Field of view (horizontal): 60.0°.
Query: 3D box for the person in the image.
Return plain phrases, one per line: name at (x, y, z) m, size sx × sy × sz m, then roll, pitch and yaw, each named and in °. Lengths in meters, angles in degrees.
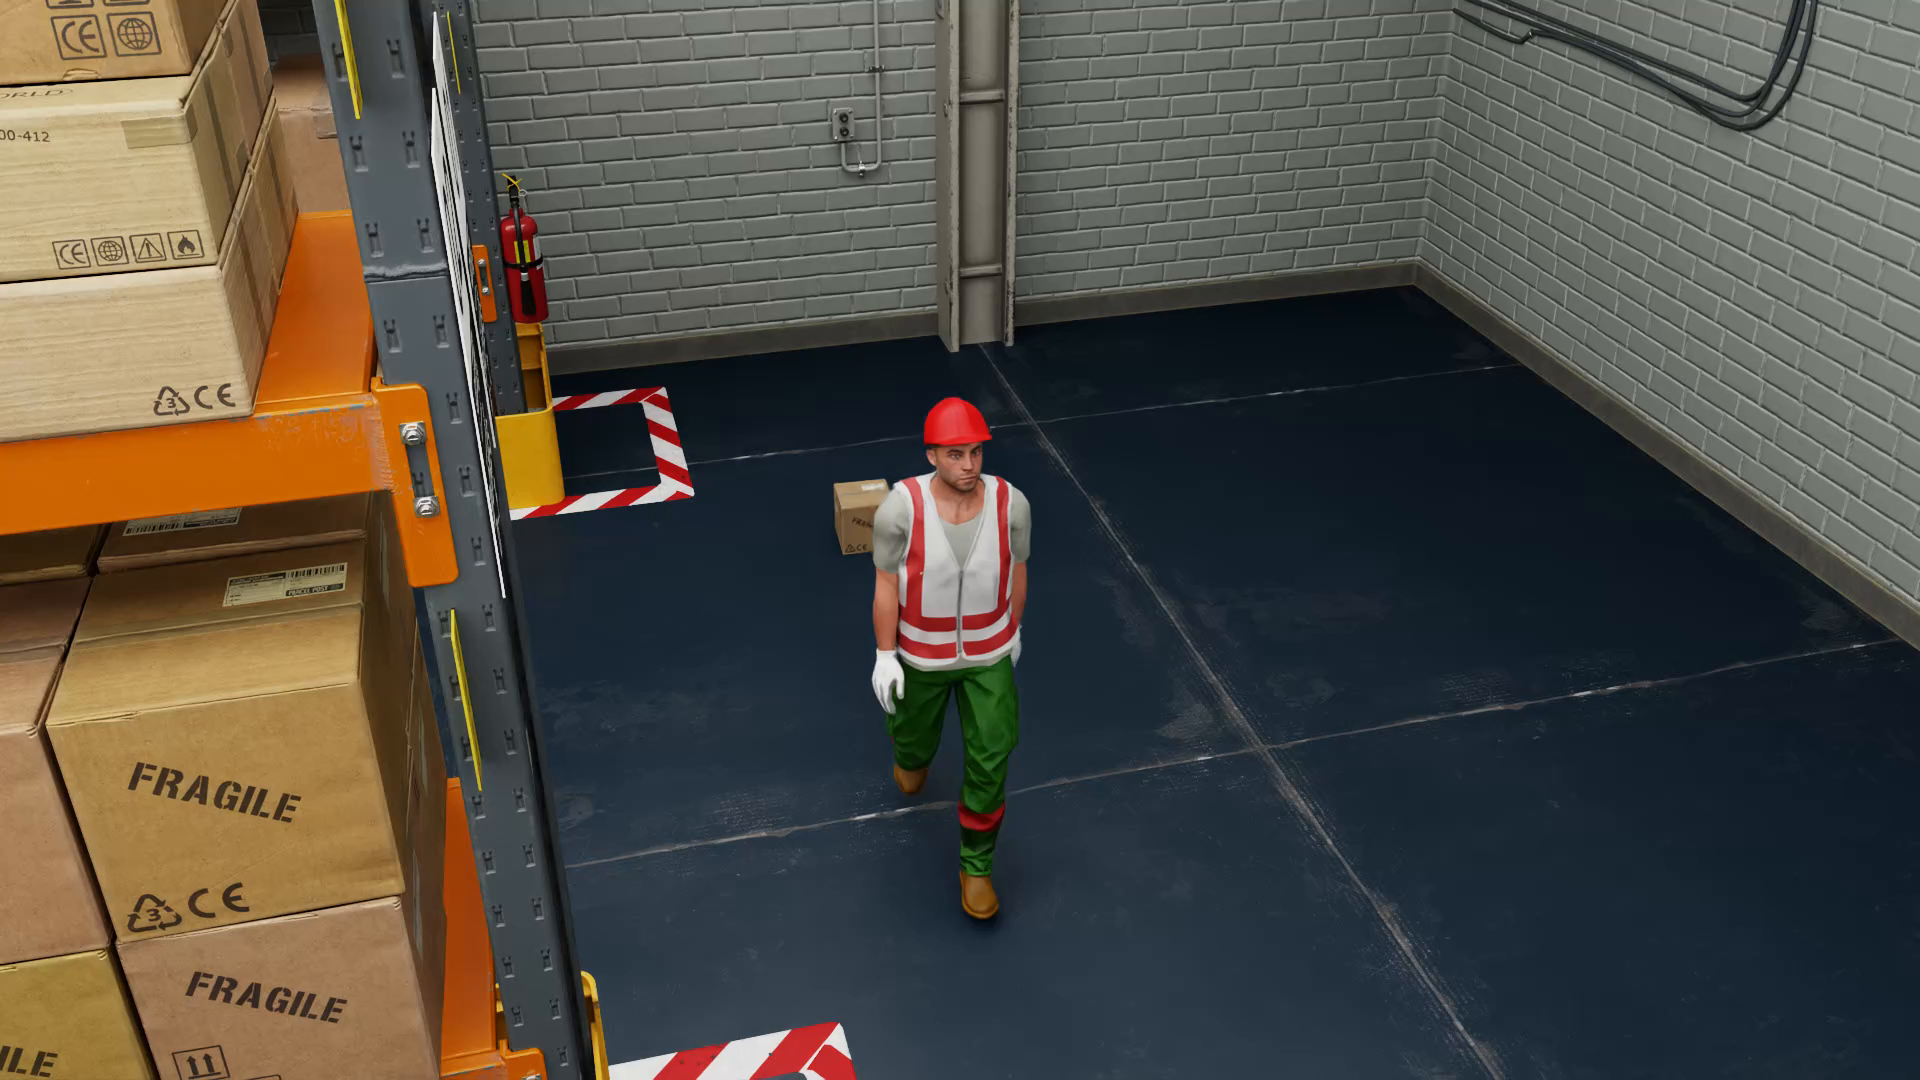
person at (-0.032, 0.333, 5.502) m, size 0.541 × 1.761 × 0.864 m, roll -4°, pitch 30°, yaw -6°
